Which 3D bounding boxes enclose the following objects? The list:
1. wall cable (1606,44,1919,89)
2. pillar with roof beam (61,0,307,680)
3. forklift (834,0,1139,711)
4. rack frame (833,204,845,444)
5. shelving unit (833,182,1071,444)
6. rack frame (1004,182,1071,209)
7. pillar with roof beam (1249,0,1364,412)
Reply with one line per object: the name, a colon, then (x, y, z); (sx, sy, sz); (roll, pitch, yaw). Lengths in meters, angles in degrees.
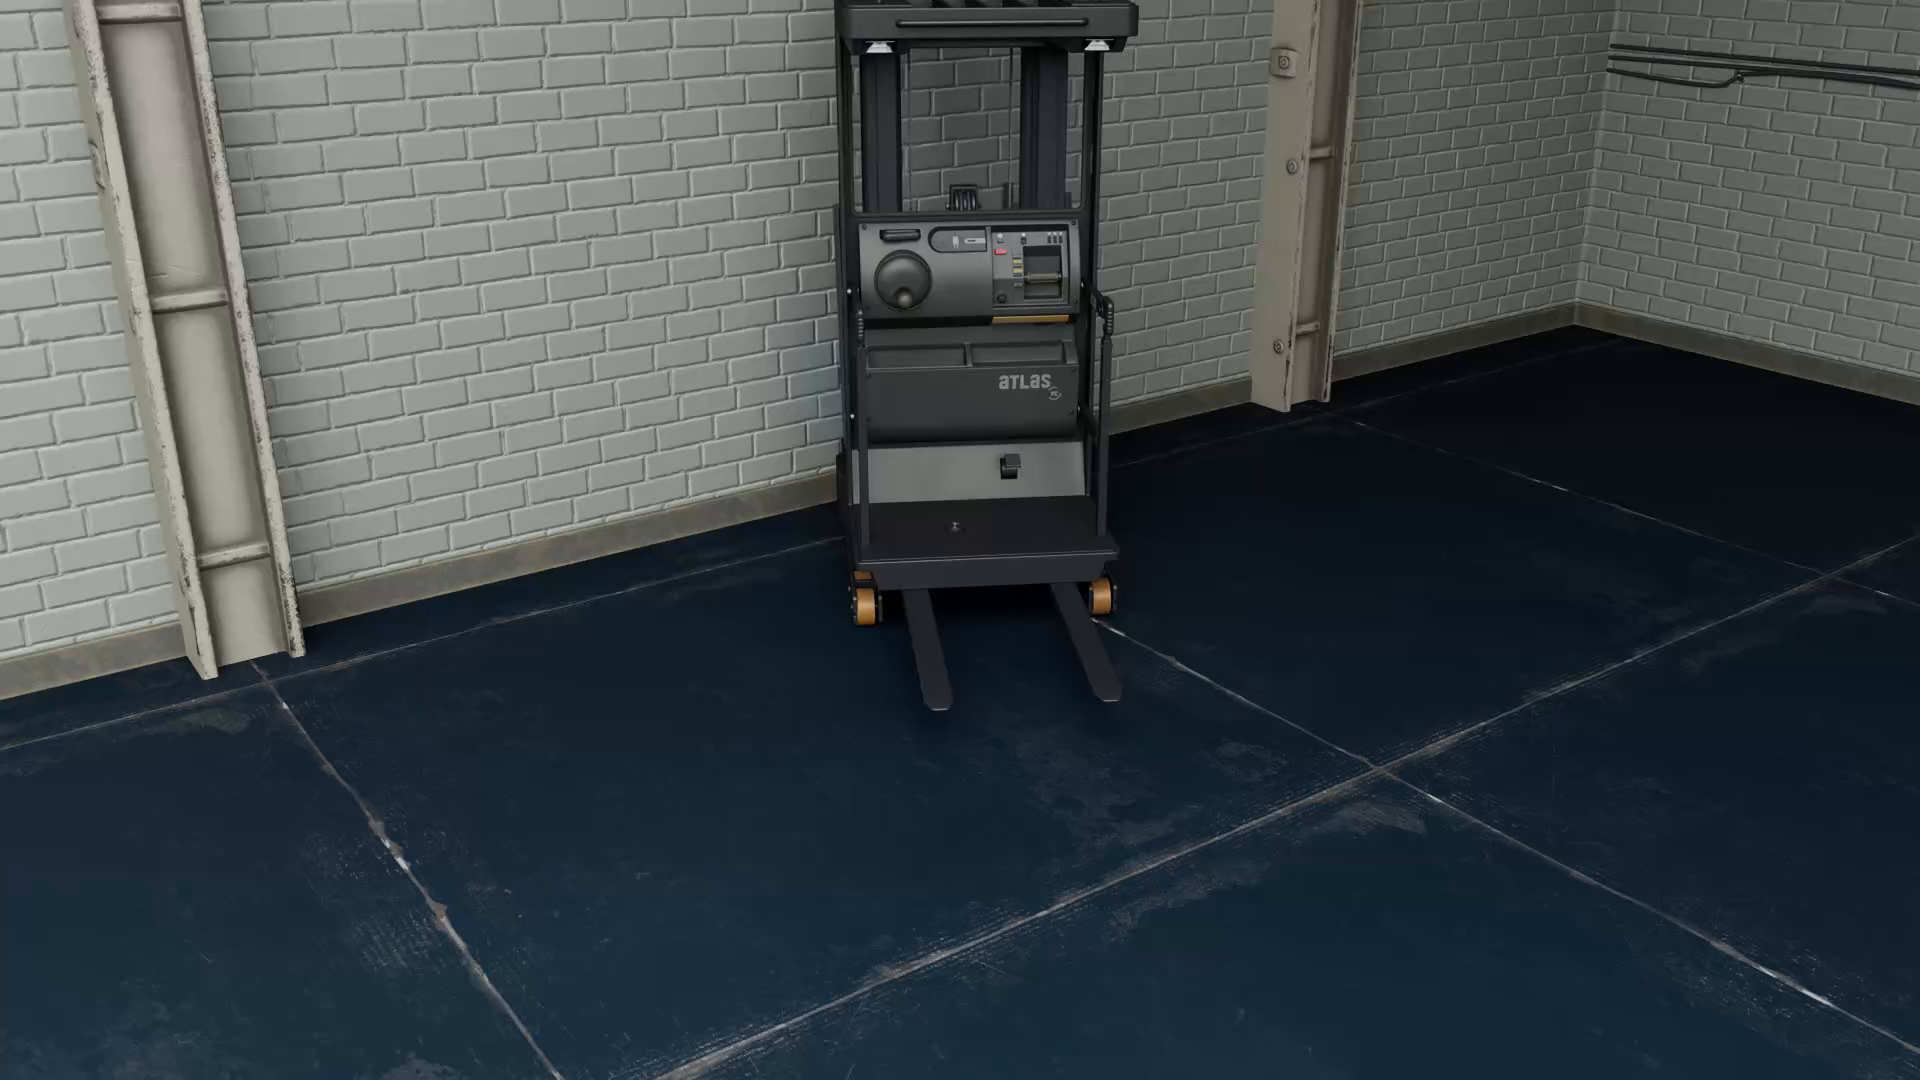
wall cable: (5.139, -3.816, 9.507); (0.112, 2.526, 3.097); (-15, 26, -33)
pillar with roof beam: (-0.381, -2.424, 1.830); (0.400, 9.000, 9.100); (-15, 26, -33)
forklift: (0.068, -1.132, 6.778); (1.130, 2.935, 3.031); (-2, 22, -6)
rack frame: (-0.426, -0.817, 7.922); (0.032, 1.500, 0.500); (-15, 25, -33)
shelving unit: (-0.024, -0.927, 8.197); (1.083, 1.500, 0.587); (-15, 25, -33)
rack frame: (0.394, -1.040, 8.481); (0.032, 1.500, 0.500); (-15, 25, -33)
pillar with roof beam: (4.490, -3.723, 5.084); (0.400, 9.000, 9.100); (-15, 26, -33)
